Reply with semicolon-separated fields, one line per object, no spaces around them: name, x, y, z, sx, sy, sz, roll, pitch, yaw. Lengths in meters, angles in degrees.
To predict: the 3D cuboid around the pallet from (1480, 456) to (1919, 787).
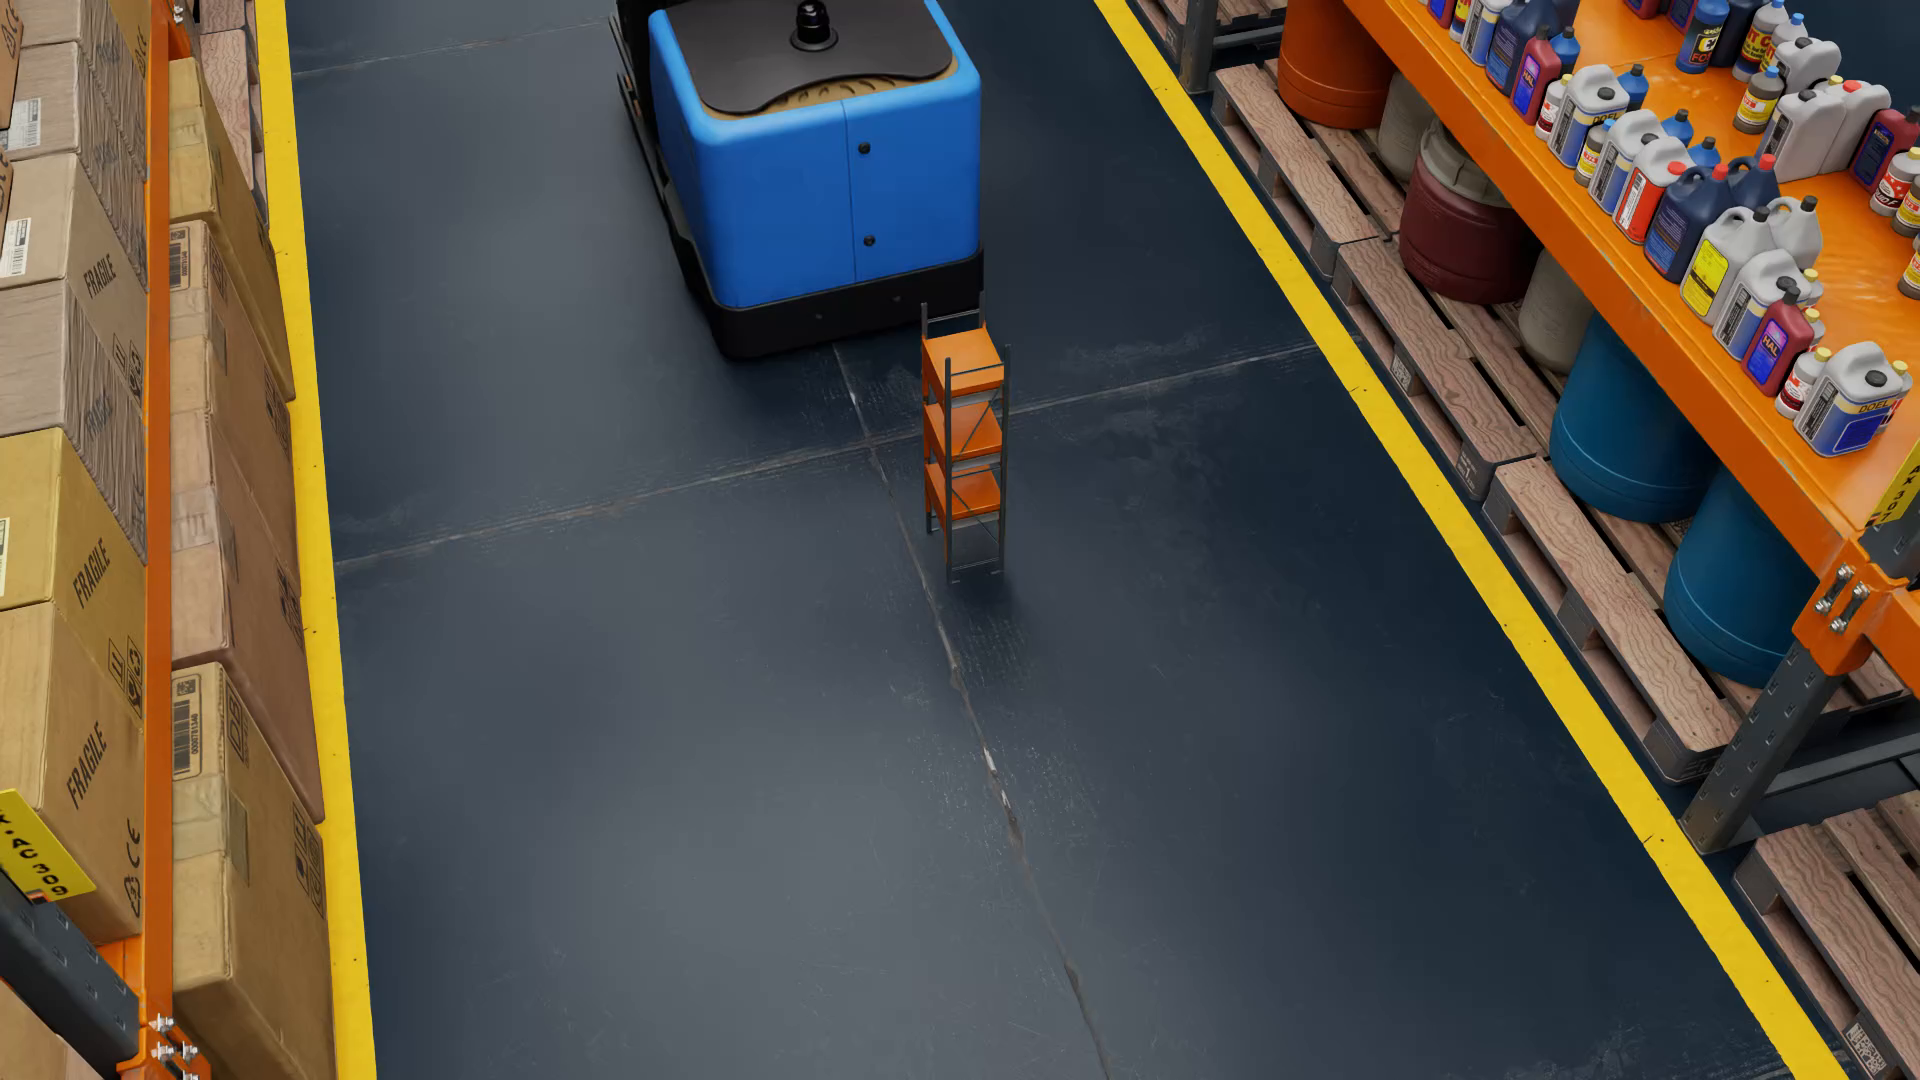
pallet;2.473;0.146;5.488;1.003;0.211;1.213;-13;51;-11

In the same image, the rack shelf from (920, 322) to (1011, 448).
rack shelf;0.016;-0.475;5.107;0.215;0.259;0.240;-13;51;-11

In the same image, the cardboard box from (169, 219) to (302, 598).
cardboard box;-2.812;-0.270;5.131;1.225;0.875;0.875;-13;51;-11

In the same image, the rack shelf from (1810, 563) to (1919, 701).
rack shelf;3.253;1.513;2.983;1.077;0.370;4.000;-13;51;-11

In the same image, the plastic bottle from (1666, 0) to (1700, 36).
plastic bottle;2.380;-1.783;5.368;0.061;0.283;0.133;-13;51;-11

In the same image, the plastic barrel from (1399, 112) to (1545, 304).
plastic barrel;1.974;-1.281;6.170;0.600;0.588;0.708;-13;51;-11

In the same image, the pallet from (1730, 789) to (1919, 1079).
pallet;2.916;1.248;4.560;1.003;0.211;1.213;-13;51;-11

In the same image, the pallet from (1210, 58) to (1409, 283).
pallet;1.752;-1.636;6.991;1.003;0.211;1.213;-13;51;-11

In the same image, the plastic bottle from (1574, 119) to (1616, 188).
plastic bottle;1.879;-1.142;4.881;0.097;0.201;0.097;0;50;0

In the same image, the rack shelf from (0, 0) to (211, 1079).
rack shelf;-2.661;-0.288;4.502;1.077;0.370;4.000;-13;51;-11

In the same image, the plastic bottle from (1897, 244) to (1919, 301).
plastic bottle;2.667;-0.765;4.563;0.097;0.201;0.097;0;50;0

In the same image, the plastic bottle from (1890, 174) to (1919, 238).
plastic bottle;2.743;-0.969;4.735;0.097;0.201;0.097;0;50;0

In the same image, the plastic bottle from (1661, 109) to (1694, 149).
plastic bottle;2.053;-1.128;4.823;0.097;0.271;0.097;0;50;0

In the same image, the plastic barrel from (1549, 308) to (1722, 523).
plastic barrel;2.308;-0.557;5.355;0.600;0.901;0.708;-13;51;-11

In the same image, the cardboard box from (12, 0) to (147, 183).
cardboard box;-2.728;-1.343;4.855;0.500;0.500;0.500;-14;51;-11

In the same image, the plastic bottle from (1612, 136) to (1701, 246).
plastic bottle;1.979;-0.989;4.703;0.152;0.276;0.135;-13;51;-11

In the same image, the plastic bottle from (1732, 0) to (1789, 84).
plastic bottle;2.509;-1.570;5.196;0.097;0.271;0.097;0;50;0

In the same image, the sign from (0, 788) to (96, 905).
sign;-1.540;0.509;2.741;0.100;0.325;0.005;-13;51;-11

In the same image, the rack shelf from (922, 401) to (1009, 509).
rack shelf;0.016;-0.292;5.324;0.215;0.259;0.240;-13;51;-11

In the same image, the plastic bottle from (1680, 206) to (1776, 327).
plastic bottle;2.077;-0.761;4.462;0.144;0.351;0.185;-13;51;-11

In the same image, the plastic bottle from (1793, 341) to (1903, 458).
plastic bottle;2.236;-0.354;4.168;0.152;0.276;0.135;-13;51;-11

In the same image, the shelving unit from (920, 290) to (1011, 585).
shelving unit;0.016;-0.299;5.316;0.215;1.050;0.252;-13;51;-11

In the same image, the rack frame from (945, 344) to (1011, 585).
rack frame;0.052;-0.210;5.241;0.200;1.050;0.008;-13;51;-11

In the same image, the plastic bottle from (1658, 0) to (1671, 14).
plastic bottle;2.351;-1.925;5.444;0.144;0.351;0.185;-13;51;-11

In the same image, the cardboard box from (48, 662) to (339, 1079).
cardboard box;-2.278;1.027;4.037;1.225;0.875;0.875;-13;51;-11

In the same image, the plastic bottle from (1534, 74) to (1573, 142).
plastic bottle;1.810;-1.311;5.024;0.097;0.201;0.097;0;50;0

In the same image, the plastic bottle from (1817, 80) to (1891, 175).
plastic bottle;2.615;-1.240;4.914;0.152;0.276;0.135;-13;51;-11

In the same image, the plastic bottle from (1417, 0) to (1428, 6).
plastic bottle;1.579;-1.904;5.478;0.097;0.271;0.097;0;50;0

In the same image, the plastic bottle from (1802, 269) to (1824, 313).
plastic bottle;2.242;-0.639;4.456;0.097;0.201;0.097;0;50;0

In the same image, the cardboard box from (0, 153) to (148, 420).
cardboard box;-2.422;-0.593;4.223;0.500;0.500;0.500;-12;51;-10

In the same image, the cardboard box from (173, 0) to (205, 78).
cardboard box;-3.646;-2.204;6.993;0.700;0.500;0.500;-17;52;-14

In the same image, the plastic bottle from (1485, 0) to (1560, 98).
plastic bottle;1.751;-1.565;5.140;0.144;0.351;0.185;-13;51;-11

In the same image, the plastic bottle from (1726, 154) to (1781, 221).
plastic bottle;2.160;-0.928;4.603;0.144;0.351;0.185;-13;51;-11

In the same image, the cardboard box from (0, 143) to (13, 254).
cardboard box;-2.657;-0.834;3.770;0.797;0.503;0.637;-12;51;-10

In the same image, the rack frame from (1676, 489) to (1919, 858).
rack frame;2.662;-0.179;3.939;1.000;3.000;0.127;-13;51;-11

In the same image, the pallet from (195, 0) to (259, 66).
pallet;-3.840;-2.543;7.755;1.003;0.211;1.213;-13;51;-11

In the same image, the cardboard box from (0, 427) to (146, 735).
cardboard box;-2.117;0.149;3.597;0.500;0.500;0.500;-13;51;-11

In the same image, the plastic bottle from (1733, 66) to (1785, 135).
plastic bottle;2.433;-1.343;5.051;0.097;0.201;0.097;0;50;0

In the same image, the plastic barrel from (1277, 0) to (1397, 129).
plastic barrel;1.640;-2.183;6.773;0.600;0.830;0.708;-13;51;-11

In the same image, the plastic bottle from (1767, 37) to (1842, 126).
plastic bottle;2.546;-1.409;5.057;0.152;0.276;0.135;-13;51;-11

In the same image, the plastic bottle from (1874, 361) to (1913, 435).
plastic bottle;2.350;-0.372;4.232;0.097;0.201;0.097;0;50;0

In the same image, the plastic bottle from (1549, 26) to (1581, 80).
plastic bottle;1.829;-1.445;5.091;0.097;0.271;0.097;0;50;0

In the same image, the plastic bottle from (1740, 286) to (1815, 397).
plastic bottle;2.124;-0.515;4.299;0.061;0.283;0.133;-13;51;-11

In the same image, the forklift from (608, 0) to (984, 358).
forklift;-0.863;-2.781;6.178;1.130;2.935;3.031;-14;51;-12

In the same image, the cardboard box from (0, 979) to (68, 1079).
cardboard box;-1.678;0.927;2.420;0.500;0.500;0.500;-12;51;-10

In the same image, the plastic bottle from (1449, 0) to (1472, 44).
plastic bottle;1.648;-1.736;5.336;0.097;0.271;0.097;0;50;0
